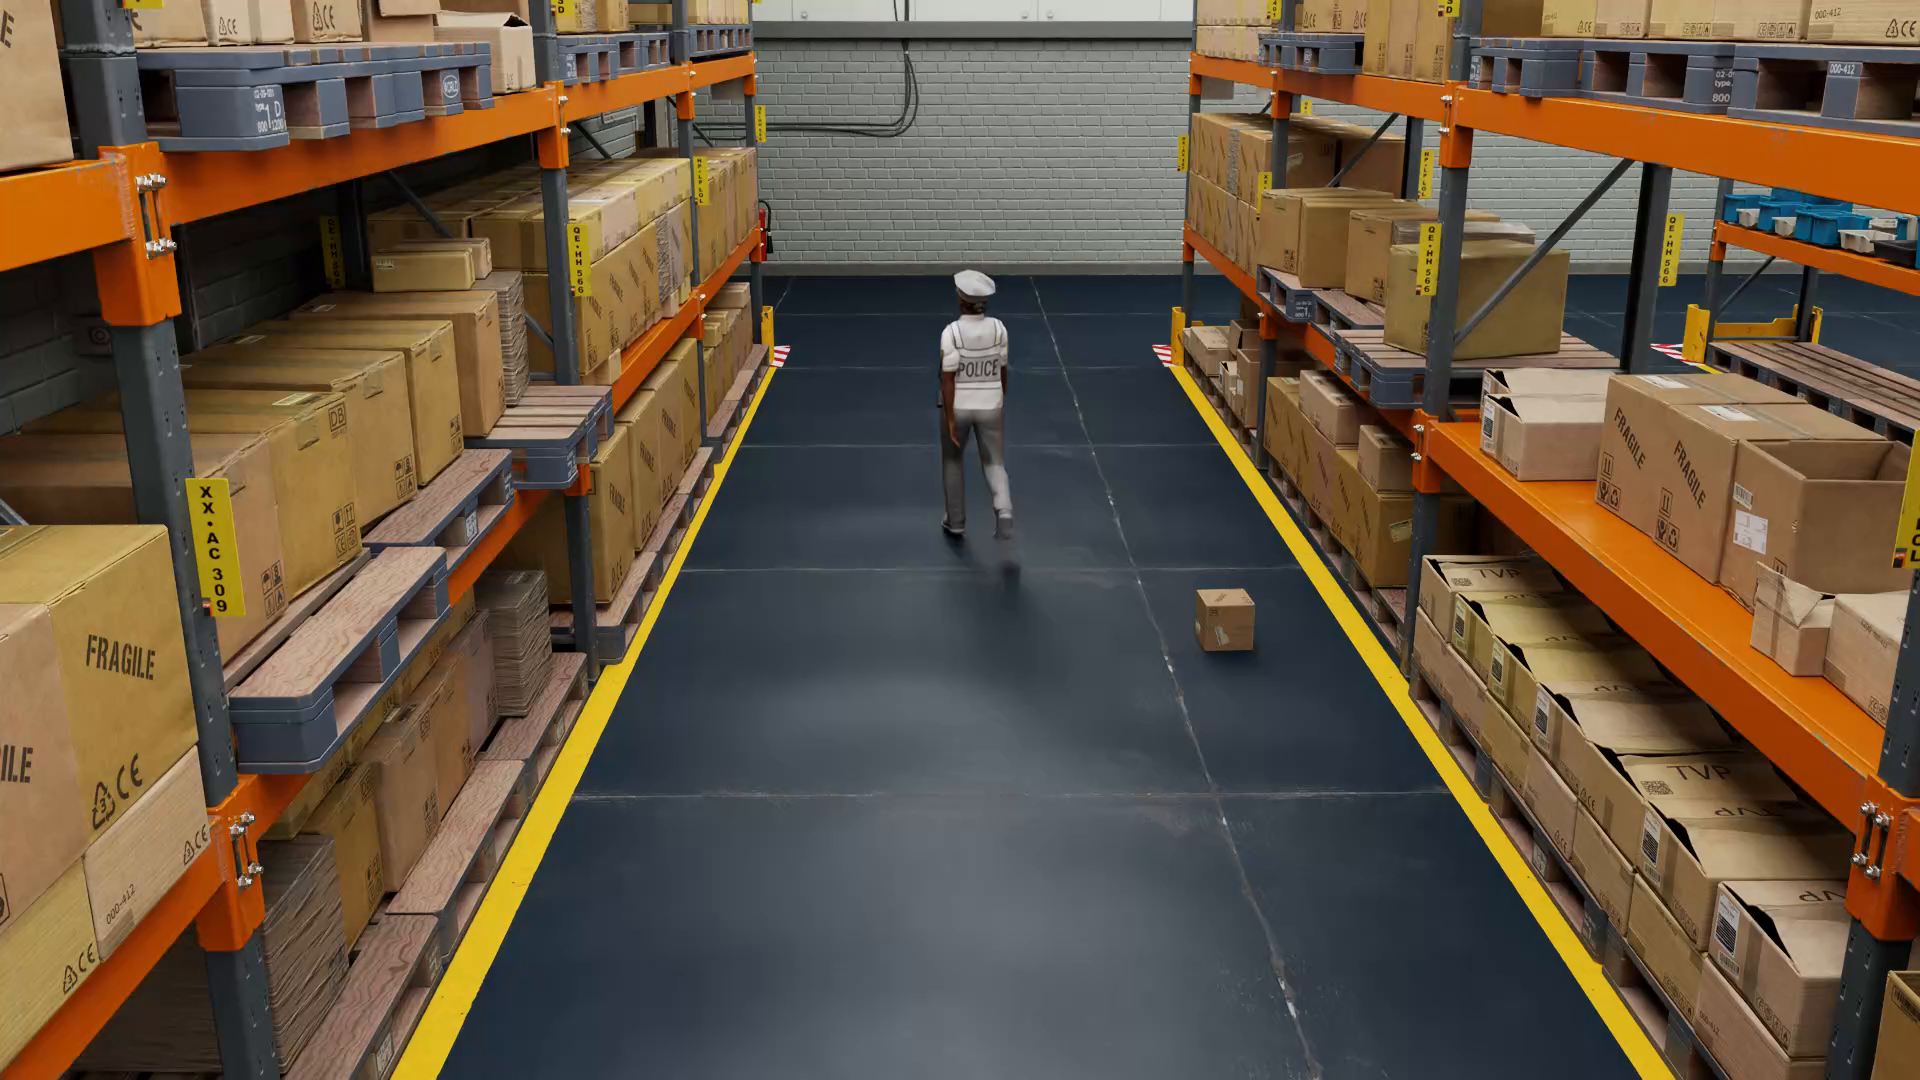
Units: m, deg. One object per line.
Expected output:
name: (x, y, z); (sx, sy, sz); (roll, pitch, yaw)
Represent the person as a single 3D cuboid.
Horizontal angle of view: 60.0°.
person: (0.087, -0.786, 9.986); (0.439, 1.651, 0.835); (-4, 18, -12)
